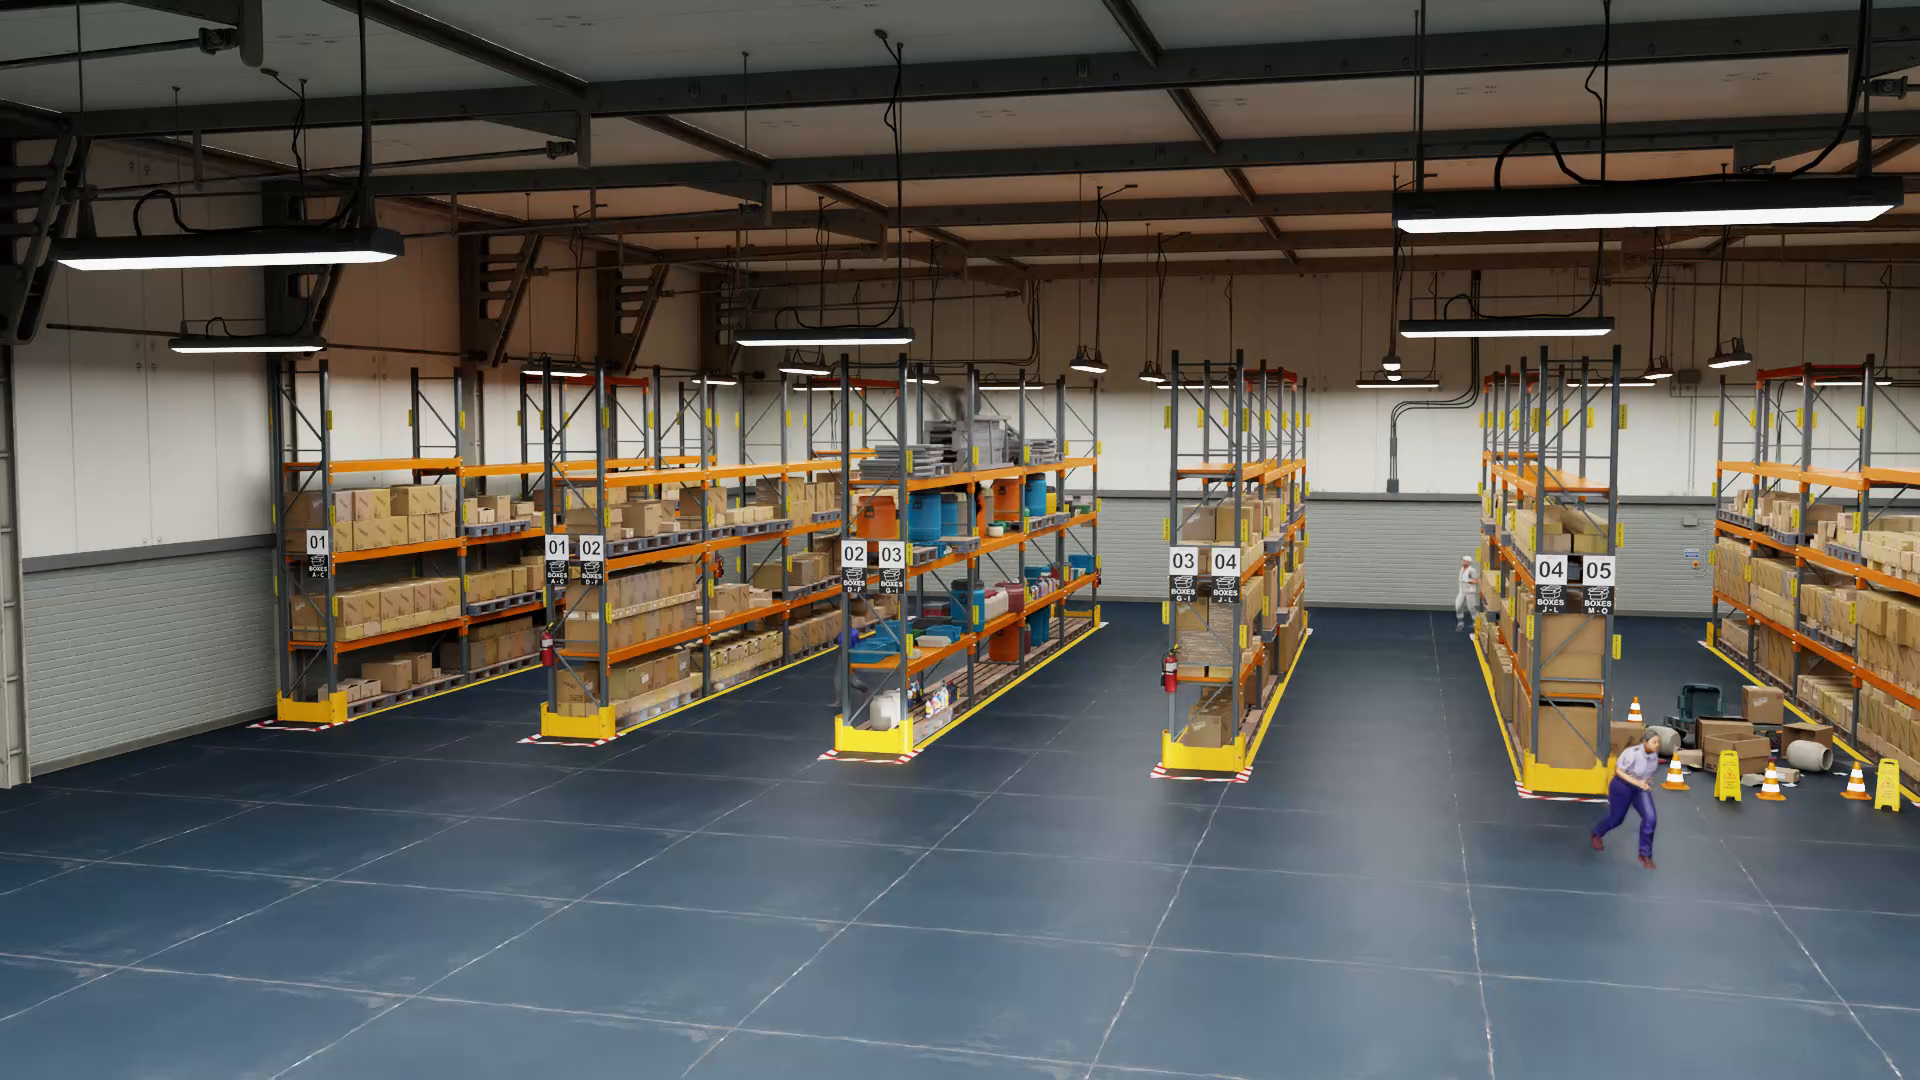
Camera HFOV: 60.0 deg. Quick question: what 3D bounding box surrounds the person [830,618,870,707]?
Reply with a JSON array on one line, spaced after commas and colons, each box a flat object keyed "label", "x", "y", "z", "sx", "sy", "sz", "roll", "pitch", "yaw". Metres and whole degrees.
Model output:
[{"label": "person", "x": -1.925, "y": 2.090, "z": 29.029, "sx": 0.538, "sy": 1.605, "sz": 0.751, "roll": 3, "pitch": 5, "yaw": 39}]

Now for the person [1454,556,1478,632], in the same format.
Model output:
[{"label": "person", "x": 12.025, "y": 1.295, "z": 39.356, "sx": 0.780, "sy": 1.852, "sz": 0.616, "roll": -2, "pitch": 5, "yaw": -29}]

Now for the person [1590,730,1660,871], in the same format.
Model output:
[{"label": "person", "x": 7.568, "y": 2.890, "z": 18.906, "sx": 0.648, "sy": 1.612, "sz": 0.963, "roll": -2, "pitch": 4, "yaw": -24}]

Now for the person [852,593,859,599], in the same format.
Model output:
[{"label": "person", "x": -2.812, "y": 1.037, "z": 43.566, "sx": 0.735, "sy": 1.717, "sz": 0.535, "roll": 2, "pitch": 5, "yaw": 31}]
